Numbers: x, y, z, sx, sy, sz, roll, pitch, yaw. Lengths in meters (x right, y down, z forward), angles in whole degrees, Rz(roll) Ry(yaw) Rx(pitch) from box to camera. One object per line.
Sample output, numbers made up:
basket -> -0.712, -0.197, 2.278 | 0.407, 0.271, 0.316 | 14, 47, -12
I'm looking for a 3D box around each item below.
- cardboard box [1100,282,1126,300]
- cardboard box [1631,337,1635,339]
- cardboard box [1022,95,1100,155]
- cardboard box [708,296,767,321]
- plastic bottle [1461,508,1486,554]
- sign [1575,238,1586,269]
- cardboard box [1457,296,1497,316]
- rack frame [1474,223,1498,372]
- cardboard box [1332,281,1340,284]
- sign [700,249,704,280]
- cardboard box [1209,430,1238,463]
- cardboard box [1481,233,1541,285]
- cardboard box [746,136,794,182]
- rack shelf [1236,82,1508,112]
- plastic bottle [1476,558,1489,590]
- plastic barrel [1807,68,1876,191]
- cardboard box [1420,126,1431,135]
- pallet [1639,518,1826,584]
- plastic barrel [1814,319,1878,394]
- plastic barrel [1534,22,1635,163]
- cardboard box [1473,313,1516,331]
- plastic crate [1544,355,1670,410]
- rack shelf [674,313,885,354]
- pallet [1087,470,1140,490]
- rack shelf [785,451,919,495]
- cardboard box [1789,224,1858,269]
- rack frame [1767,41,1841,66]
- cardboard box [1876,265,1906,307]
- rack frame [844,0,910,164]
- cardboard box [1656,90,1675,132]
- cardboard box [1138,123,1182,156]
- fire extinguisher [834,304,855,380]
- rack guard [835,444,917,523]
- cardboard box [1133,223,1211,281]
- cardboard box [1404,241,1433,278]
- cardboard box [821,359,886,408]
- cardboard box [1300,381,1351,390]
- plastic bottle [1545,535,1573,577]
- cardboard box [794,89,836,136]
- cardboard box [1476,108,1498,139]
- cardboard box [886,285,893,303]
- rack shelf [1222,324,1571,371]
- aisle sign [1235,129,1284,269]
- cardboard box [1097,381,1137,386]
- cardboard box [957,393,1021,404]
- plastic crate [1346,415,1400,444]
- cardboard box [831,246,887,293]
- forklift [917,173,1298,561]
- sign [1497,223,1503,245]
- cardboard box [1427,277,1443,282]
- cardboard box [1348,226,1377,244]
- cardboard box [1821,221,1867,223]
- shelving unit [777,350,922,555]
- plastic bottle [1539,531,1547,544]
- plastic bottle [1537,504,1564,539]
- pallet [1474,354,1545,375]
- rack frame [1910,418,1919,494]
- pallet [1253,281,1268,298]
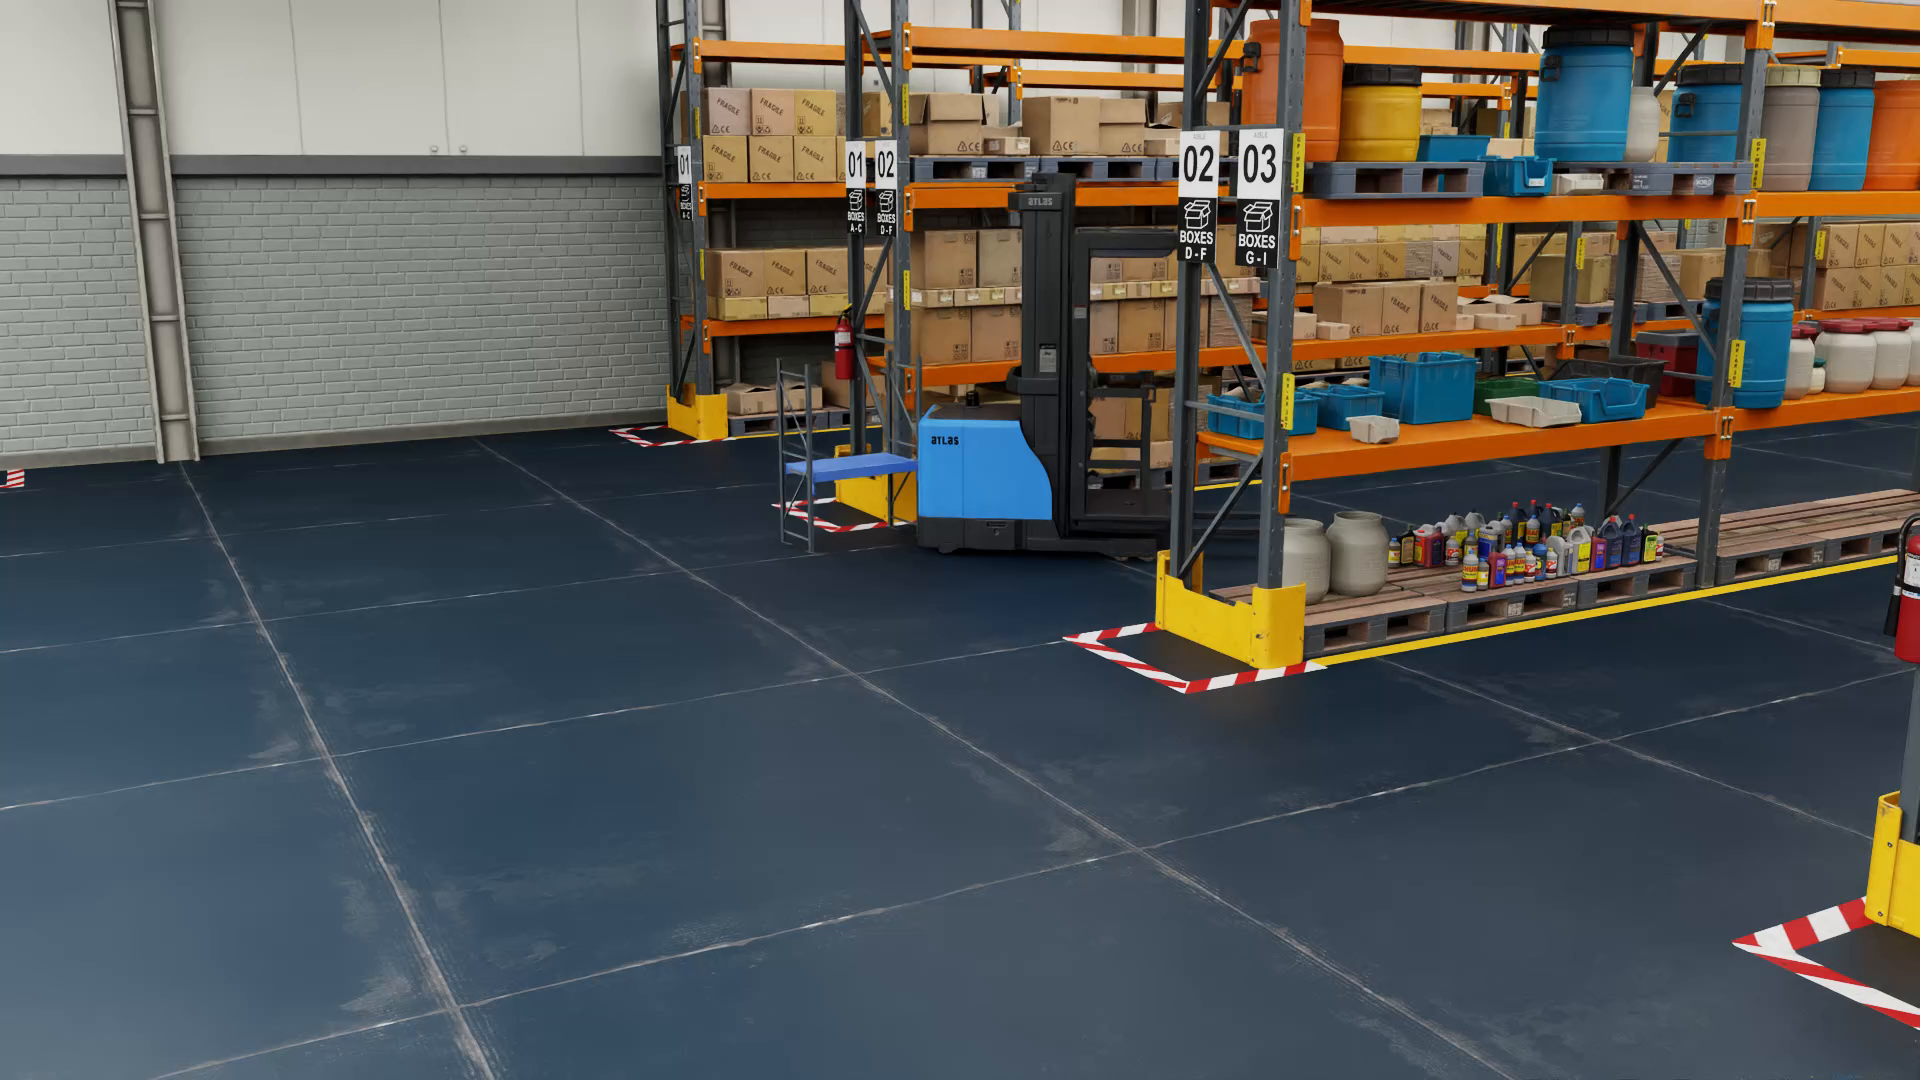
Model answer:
cardboard box -> 1.321, -2.294, 15.265 | 0.250, 0.149, 0.380 | -6, 14, -26
cardboard box -> 10.394, -3.269, 26.042 | 0.500, 0.500, 0.700 | -7, 14, -28
cardboard box -> 0.882, -3.647, 14.647 | 0.500, 0.500, 0.500 | -7, 14, -28
cardboard box -> -2.503, -2.620, 18.717 | 0.500, 0.250, 0.500 | -7, 15, -29
plastic bottle -> 3.728, -0.058, 12.067 | 0.185, 0.351, 0.144 | -7, 14, -28
sign -> 6.584, -3.039, 17.645 | 0.005, 0.325, 0.100 | -7, 14, -28
cardboard box -> 5.437, -2.481, 18.004 | 0.500, 0.311, 0.500 | -7, 14, -29
rack frame -> 7.449, -3.956, 24.356 | 0.127, 3.000, 1.000 | -7, 14, -28
cardboard box -> 4.999, -3.499, 22.853 | 0.250, 0.149, 0.380 | -7, 14, -28
sign -> -2.823, -3.012, 18.187 | 0.005, 0.325, 0.100 | -7, 14, -28
cardboard box -> 2.502, -0.933, 16.228 | 0.500, 0.250, 0.500 | -7, 14, -28
cardboard box -> 7.933, -4.156, 24.563 | 0.700, 0.700, 0.980 | -7, 14, -27
cardboard box -> -2.182, -4.252, 18.567 | 0.500, 0.500, 0.500 | -6, 14, -24
rack shelf -> 5.694, -6.126, 22.886 | 4.000, 0.370, 1.077 | -7, 14, -28
plastic bottle -> 3.495, 0.224, 11.151 | 0.097, 0.201, 0.097 | 0, 13, 0
plastic barrel -> 6.665, -3.146, 12.784 | 0.708, 0.901, 0.600 | -7, 14, -28
cardboard box -> 6.167, -5.541, 23.335 | 0.500, 0.500, 0.700 | -7, 15, -29
pallet -> 5.845, 0.065, 12.839 | 1.213, 0.211, 1.003 | -7, 14, -28
plastic barrel -> 6.763, -1.407, 12.720 | 0.433, 0.535, 0.433 | 0, 13, 0
plastic barrel -> 4.249, -3.034, 11.329 | 0.708, 0.901, 0.600 | -7, 14, -28
cardboard box -> 5.658, -2.311, 17.617 | 0.250, 0.149, 0.380 | -7, 14, -28
plastic crate -> 4.654, -1.144, 12.004 | 0.504, 0.338, 0.767 | -7, 14, -28
rack shelf -> -1.328, -2.553, 19.761 | 4.000, 0.370, 1.077 | -7, 14, -28
pallet -> 1.014, -0.595, 15.772 | 1.213, 0.211, 1.003 | -7, 14, -28
rack shelf -> -0.879, -0.551, 13.463 | 1.000, 0.185, 0.538 | -8, 15, -33
cardboard box -> 10.375, -3.534, 19.975 | 0.500, 0.500, 0.500 | -6, 14, -26
rack frame -> 9.826, -5.929, 19.457 | 0.127, 3.000, 1.000 | -7, 14, -28
cardboard box -> 11.292, -3.158, 20.584 | 0.500, 0.500, 0.500 | -7, 14, -28
rack frame -> -0.707, -4.666, 13.848 | 0.127, 3.000, 1.000 | -7, 14, -28
cardboard box -> 7.596, -4.733, 18.471 | 0.500, 0.500, 0.500 | -7, 14, -28
cardboard box -> 1.762, -3.794, 15.733 | 0.500, 0.311, 0.500 | -8, 15, -31
fire extinguisher -> -1.033, -1.779, 14.858 | 0.183, 0.674, 0.296 | -7, 14, -28
rack guard -> -0.728, -0.517, 14.770 | 0.348, 0.500, 1.175 | -7, 14, -28
cardboard box -> 1.975, -2.741, 15.773 | 0.500, 0.500, 0.700 | -7, 14, -28
cardboard box -> 6.277, -3.956, 23.404 | 0.500, 0.500, 0.500 | -7, 14, -28
cardboard box -> -1.265, -1.872, 19.786 | 0.500, 0.500, 0.700 | -8, 15, -31
cardboard box -> 3.915, -1.503, 17.485 | 0.500, 0.311, 0.500 | -7, 14, -28
plastic bottle -> 4.151, 0.103, 11.523 | 0.135, 0.276, 0.152 | -7, 14, -27
cardboard box -> -1.720, -4.796, 18.707 | 0.500, 0.500, 0.500 | -6, 14, -26
cardboard box -> 7.951, -6.084, 24.430 | 0.500, 0.500, 0.500 | -7, 14, -28
cardboard box -> -0.463, -2.182, 14.766 | 0.250, 0.149, 0.380 | -7, 15, -29
rack shelf -> 4.560, -2.020, 17.390 | 4.000, 0.370, 1.077 | -7, 14, -28
aisle sign -> 1.741, -1.989, 9.693 | 0.004, 0.787, 0.394 | -7, 14, -28
cardboard box -> 1.370, -1.296, 16.134 | 0.500, 0.500, 0.500 | -7, 14, -28
cardboard box -> 0.309, -1.035, 14.976 | 0.500, 0.500, 0.500 | -7, 14, -28
plastic crate -> 2.603, -0.688, 10.435 | 0.250, 0.136, 0.298 | -7, 14, -28
cardboard box -> -1.178, -3.148, 19.355 | 0.500, 0.500, 0.500 | -6, 14, -26
forklift -> 1.210, -1.387, 13.097 | 3.031, 2.935, 1.130 | 1, 13, 5
sign -> 7.718, -4.379, 23.778 | 0.005, 0.325, 0.100 | -7, 14, -28
cardboard box -> 6.625, -3.664, 23.587 | 0.250, 0.149, 0.380 | -7, 14, -28
cardboard box -> 5.369, -4.213, 22.839 | 0.500, 0.250, 0.500 | -7, 14, -27
cardboard box -> 11.037, -3.749, 20.931 | 0.500, 0.500, 0.500 | -7, 14, -27
shelving unit -> -0.879, -0.727, 13.423 | 1.048, 1.500, 0.538 | -8, 15, -33
plastic bottle -> 4.099, 0.079, 11.613 | 0.133, 0.283, 0.061 | -7, 14, -28
plastic bottle -> 4.336, -0.095, 12.230 | 0.185, 0.351, 0.144 | -7, 14, -28
pallet -> 8.154, -2.661, 24.951 | 1.213, 0.211, 1.003 | -7, 14, -28
rack frame -> 8.685, -1.626, 14.003 | 0.127, 3.000, 1.000 | -7, 14, -28
pallet -> 3.364, -3.346, 22.083 | 1.003, 0.211, 1.213 | -7, 14, -28
